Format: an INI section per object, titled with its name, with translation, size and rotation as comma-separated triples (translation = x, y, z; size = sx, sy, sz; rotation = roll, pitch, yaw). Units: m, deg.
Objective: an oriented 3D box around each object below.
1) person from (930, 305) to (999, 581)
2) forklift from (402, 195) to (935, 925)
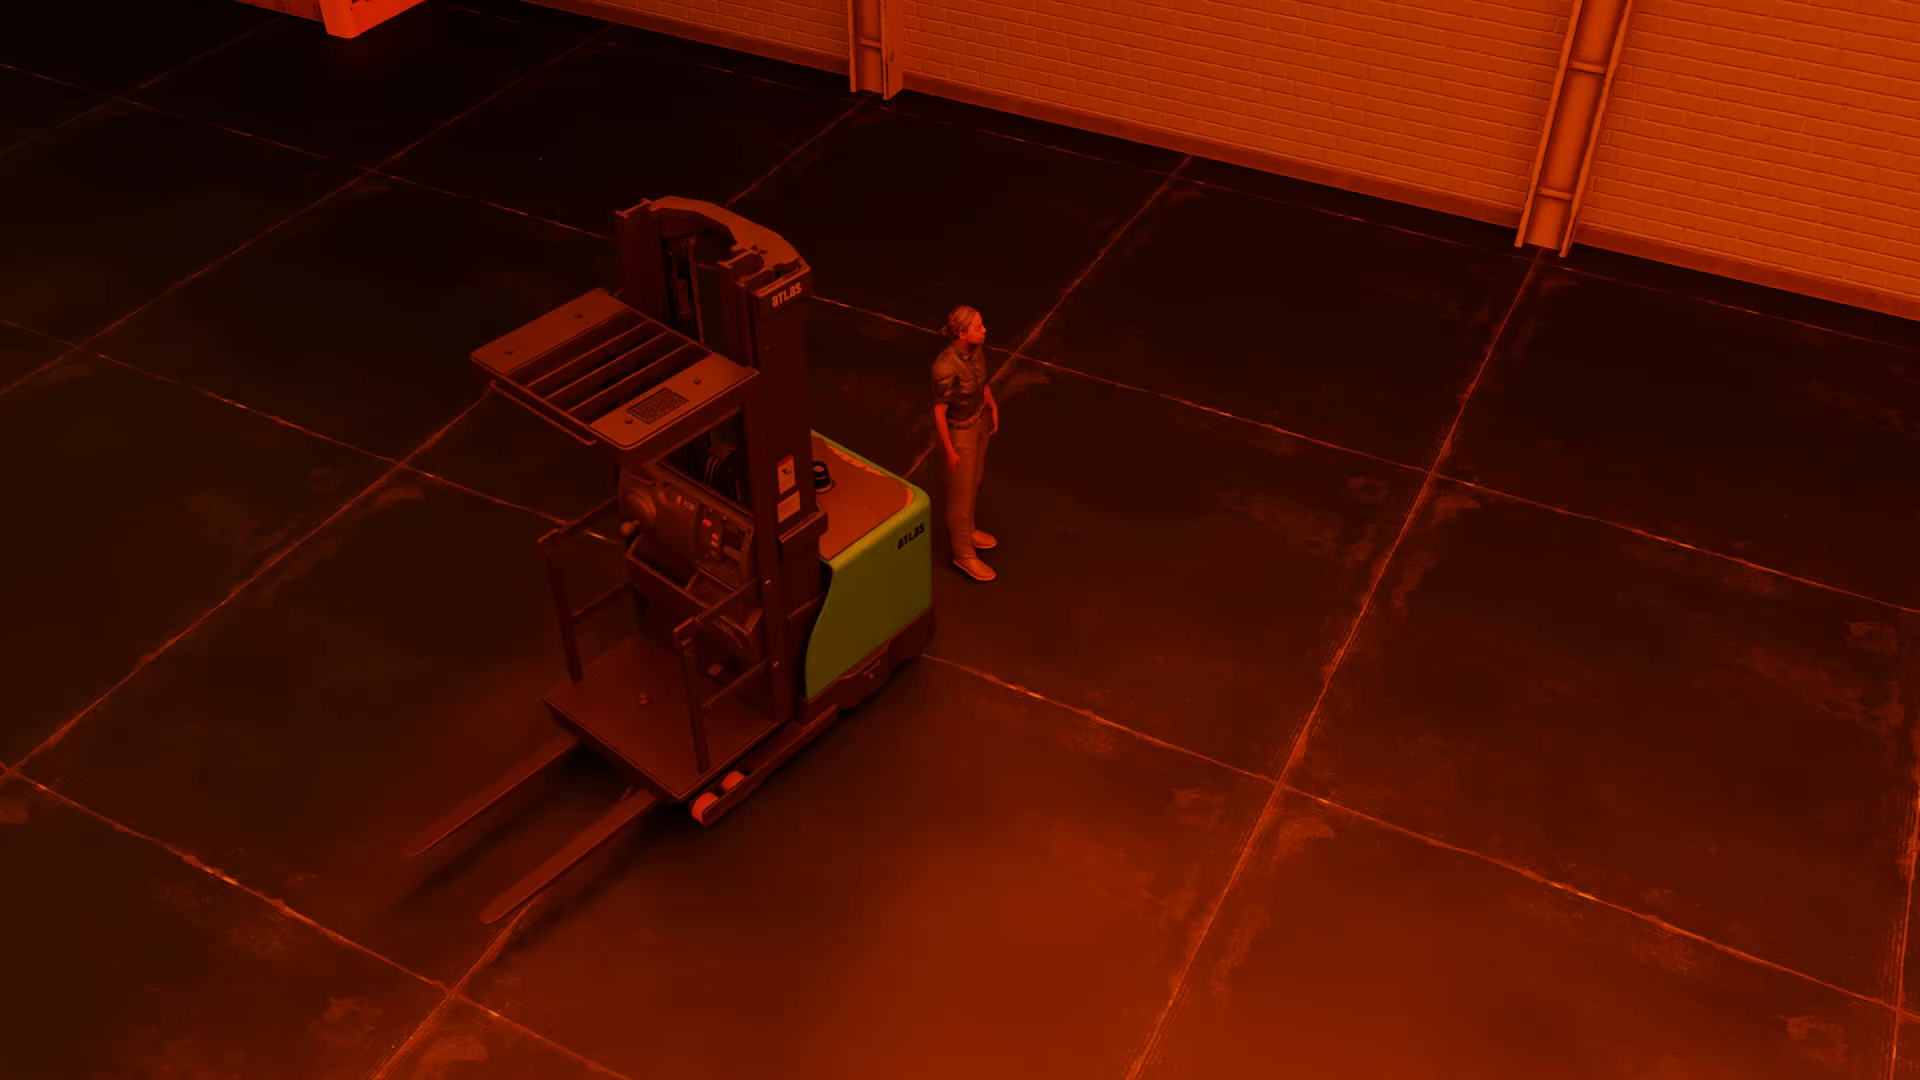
[person]
translation = 0.096, -0.602, 9.691
size = 0.476, 1.657, 0.587
rotation = 17, 43, 20
[forklift]
translation = -1.483, -0.030, 8.022
size = 1.130, 2.935, 3.031
rotation = 29, 48, 30
